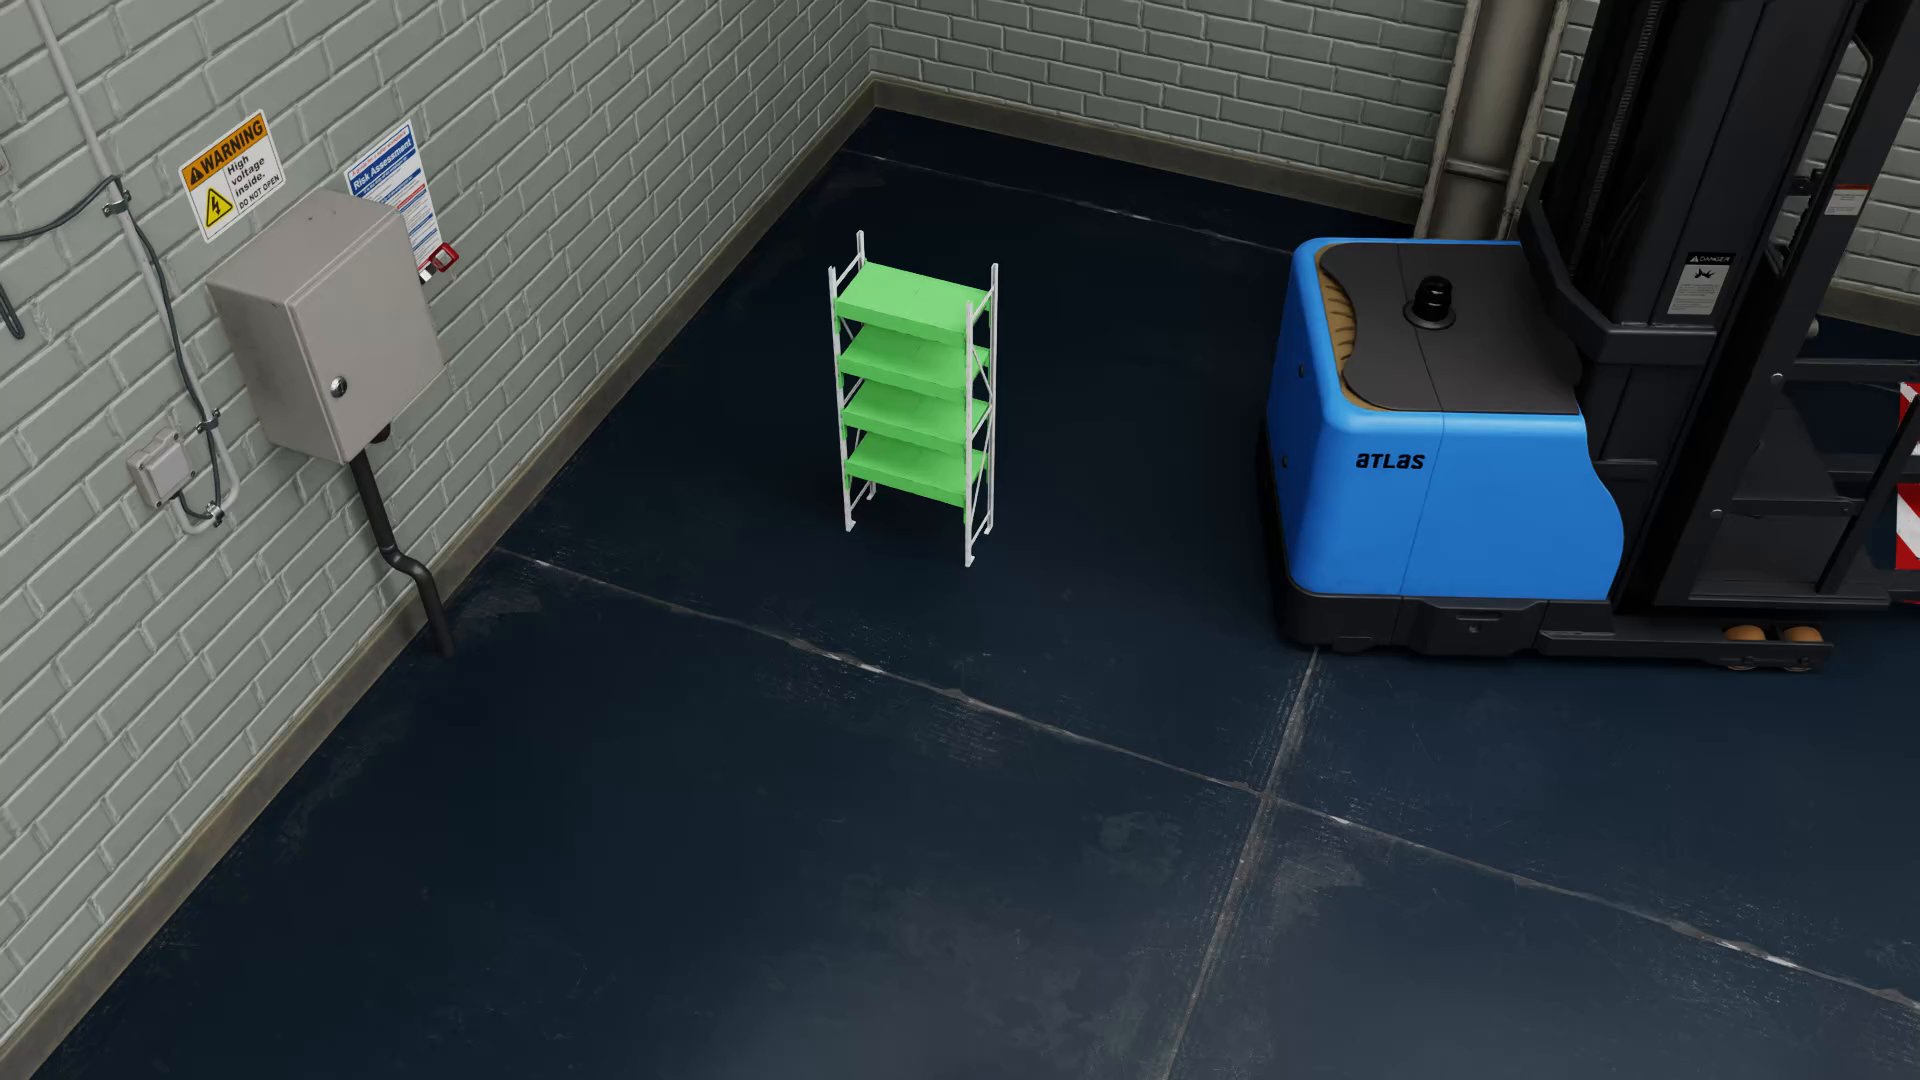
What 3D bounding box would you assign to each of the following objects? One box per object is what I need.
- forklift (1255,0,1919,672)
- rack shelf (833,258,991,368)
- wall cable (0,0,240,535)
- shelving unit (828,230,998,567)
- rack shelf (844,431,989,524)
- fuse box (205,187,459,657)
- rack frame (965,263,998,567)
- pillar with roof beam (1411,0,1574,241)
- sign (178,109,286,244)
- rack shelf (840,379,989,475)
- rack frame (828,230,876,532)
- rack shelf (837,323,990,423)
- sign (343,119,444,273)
[{"bbox_3d":[2.645,-0.965,5.142,3.031,2.935,1.130,1,45,1],"label":"forklift"},{"bbox_3d":[-0.153,-0.765,5.578,0.480,0.148,0.258,16,47,16],"label":"rack shelf"},{"bbox_3d":[-2.176,-0.640,4.046,0.122,1.984,0.588,16,47,16],"label":"wall cable"},{"bbox_3d":[-0.153,-0.470,5.872,0.503,1.200,0.258,16,47,16],"label":"shelving unit"},{"bbox_3d":[-0.153,-0.255,6.086,0.480,0.148,0.258,16,47,16],"label":"rack shelf"},{"bbox_3d":[-1.768,-0.224,5.262,0.414,1.711,0.539,16,47,16],"label":"fuse box"},{"bbox_3d":[0.072,-0.404,5.805,0.015,1.200,0.240,16,47,16],"label":"rack frame"},{"bbox_3d":[0.611,-1.712,1.591,0.400,9.000,9.100,16,47,16],"label":"pillar with roof beam"},{"bbox_3d":[-1.980,-0.994,4.537,0.001,0.242,0.339,16,47,16],"label":"sign"},{"bbox_3d":[-0.153,-0.425,5.917,0.480,0.148,0.258,16,47,16],"label":"rack shelf"},{"bbox_3d":[-0.378,-0.537,5.939,0.015,1.200,0.240,16,47,16],"label":"rack frame"},{"bbox_3d":[-0.153,-0.595,5.748,0.480,0.148,0.258,16,47,16],"label":"rack shelf"},{"bbox_3d":[-1.769,-1.025,5.221,0.001,0.494,0.329,16,47,16],"label":"sign"}]
